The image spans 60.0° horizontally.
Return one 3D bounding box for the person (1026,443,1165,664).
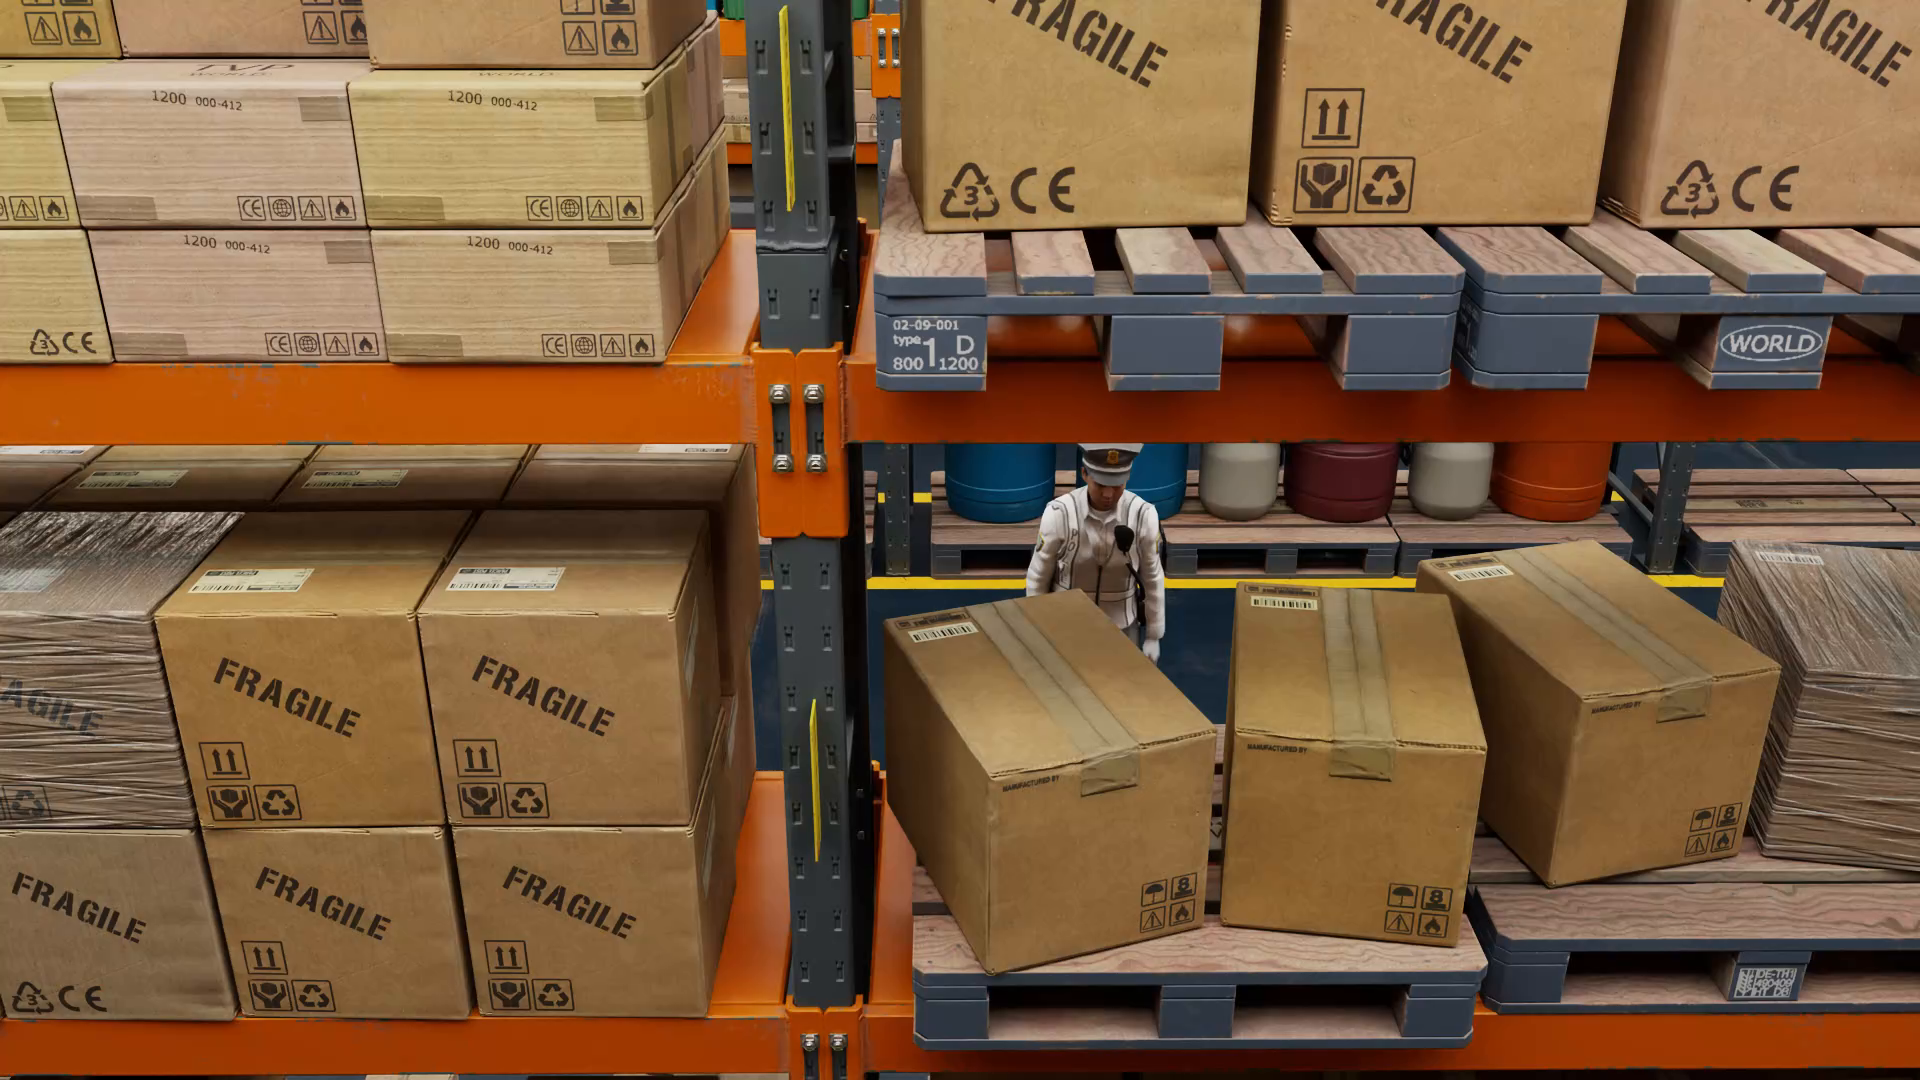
[{"bbox_3d":[0.508,0.374,6.269,0.528,1.662,0.407,0,24,0],"label":"person"}]
